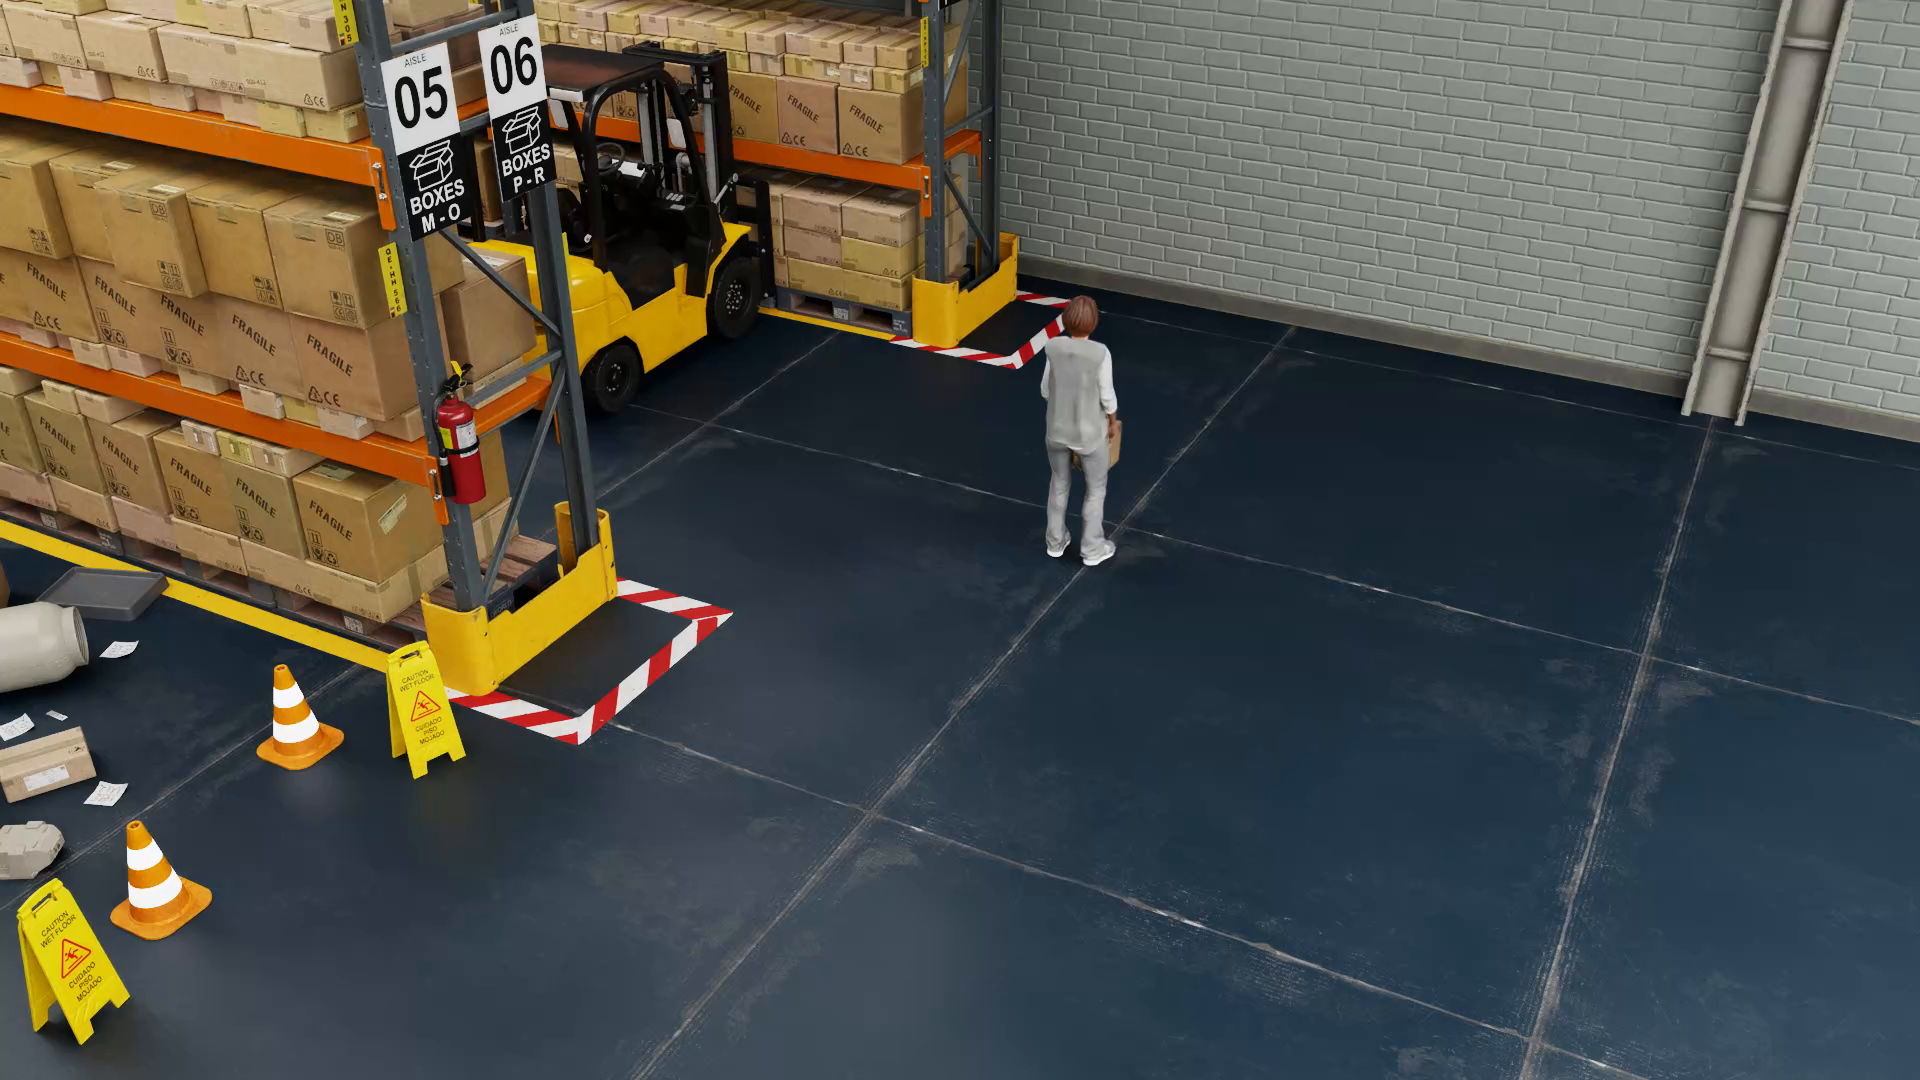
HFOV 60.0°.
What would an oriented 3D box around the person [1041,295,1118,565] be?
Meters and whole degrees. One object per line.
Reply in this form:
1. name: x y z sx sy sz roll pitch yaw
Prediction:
1. person: 0.660 -0.607 9.315 0.447 1.600 0.347 14 33 22
